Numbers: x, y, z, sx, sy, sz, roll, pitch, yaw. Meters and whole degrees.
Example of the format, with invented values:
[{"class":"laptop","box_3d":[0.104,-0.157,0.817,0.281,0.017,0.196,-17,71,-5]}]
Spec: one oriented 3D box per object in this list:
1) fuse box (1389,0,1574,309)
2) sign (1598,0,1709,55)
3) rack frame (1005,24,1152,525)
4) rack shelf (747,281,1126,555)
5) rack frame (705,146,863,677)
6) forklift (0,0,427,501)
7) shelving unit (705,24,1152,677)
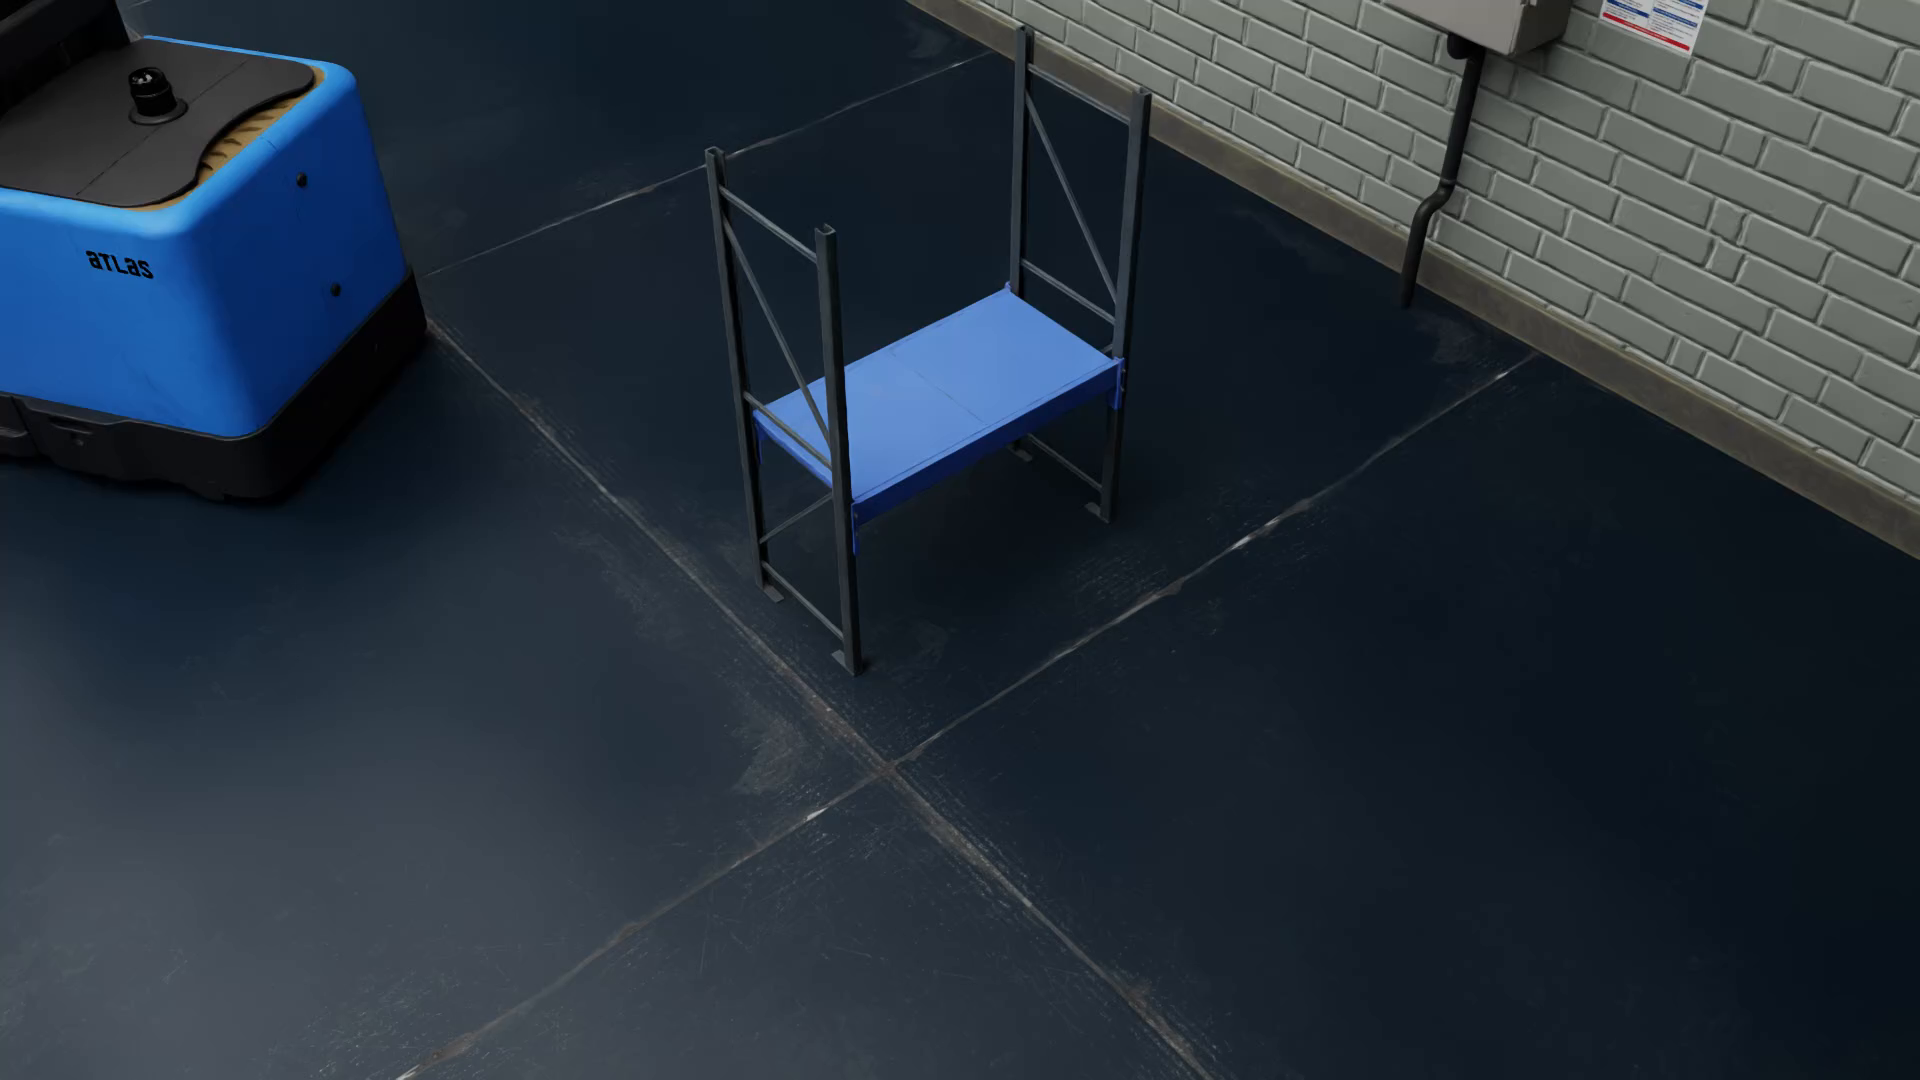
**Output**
[{"class":"fuse box","box_3d":[1.642,-1.472,5.568,0.414,1.711,0.539,-30,51,-28]},{"class":"sign","box_3d":[2.117,-1.739,4.980,0.001,0.494,0.329,-30,51,-28]},{"class":"rack frame","box_3d":[0.324,-0.733,4.934,0.032,1.500,0.500,-30,51,-28]},{"class":"rack shelf","box_3d":[-0.065,-0.378,4.820,1.000,0.185,0.538,-30,51,-28]},{"class":"rack frame","box_3d":[-0.455,-0.286,4.459,0.032,1.500,0.500,-30,51,-28]},{"class":"forklift","box_3d":[-3.484,-1.767,4.991,3.031,2.935,1.130,11,44,12]},{"class":"shelving unit","box_3d":[-0.065,-0.509,4.697,1.048,1.500,0.538,-30,51,-28]}]
